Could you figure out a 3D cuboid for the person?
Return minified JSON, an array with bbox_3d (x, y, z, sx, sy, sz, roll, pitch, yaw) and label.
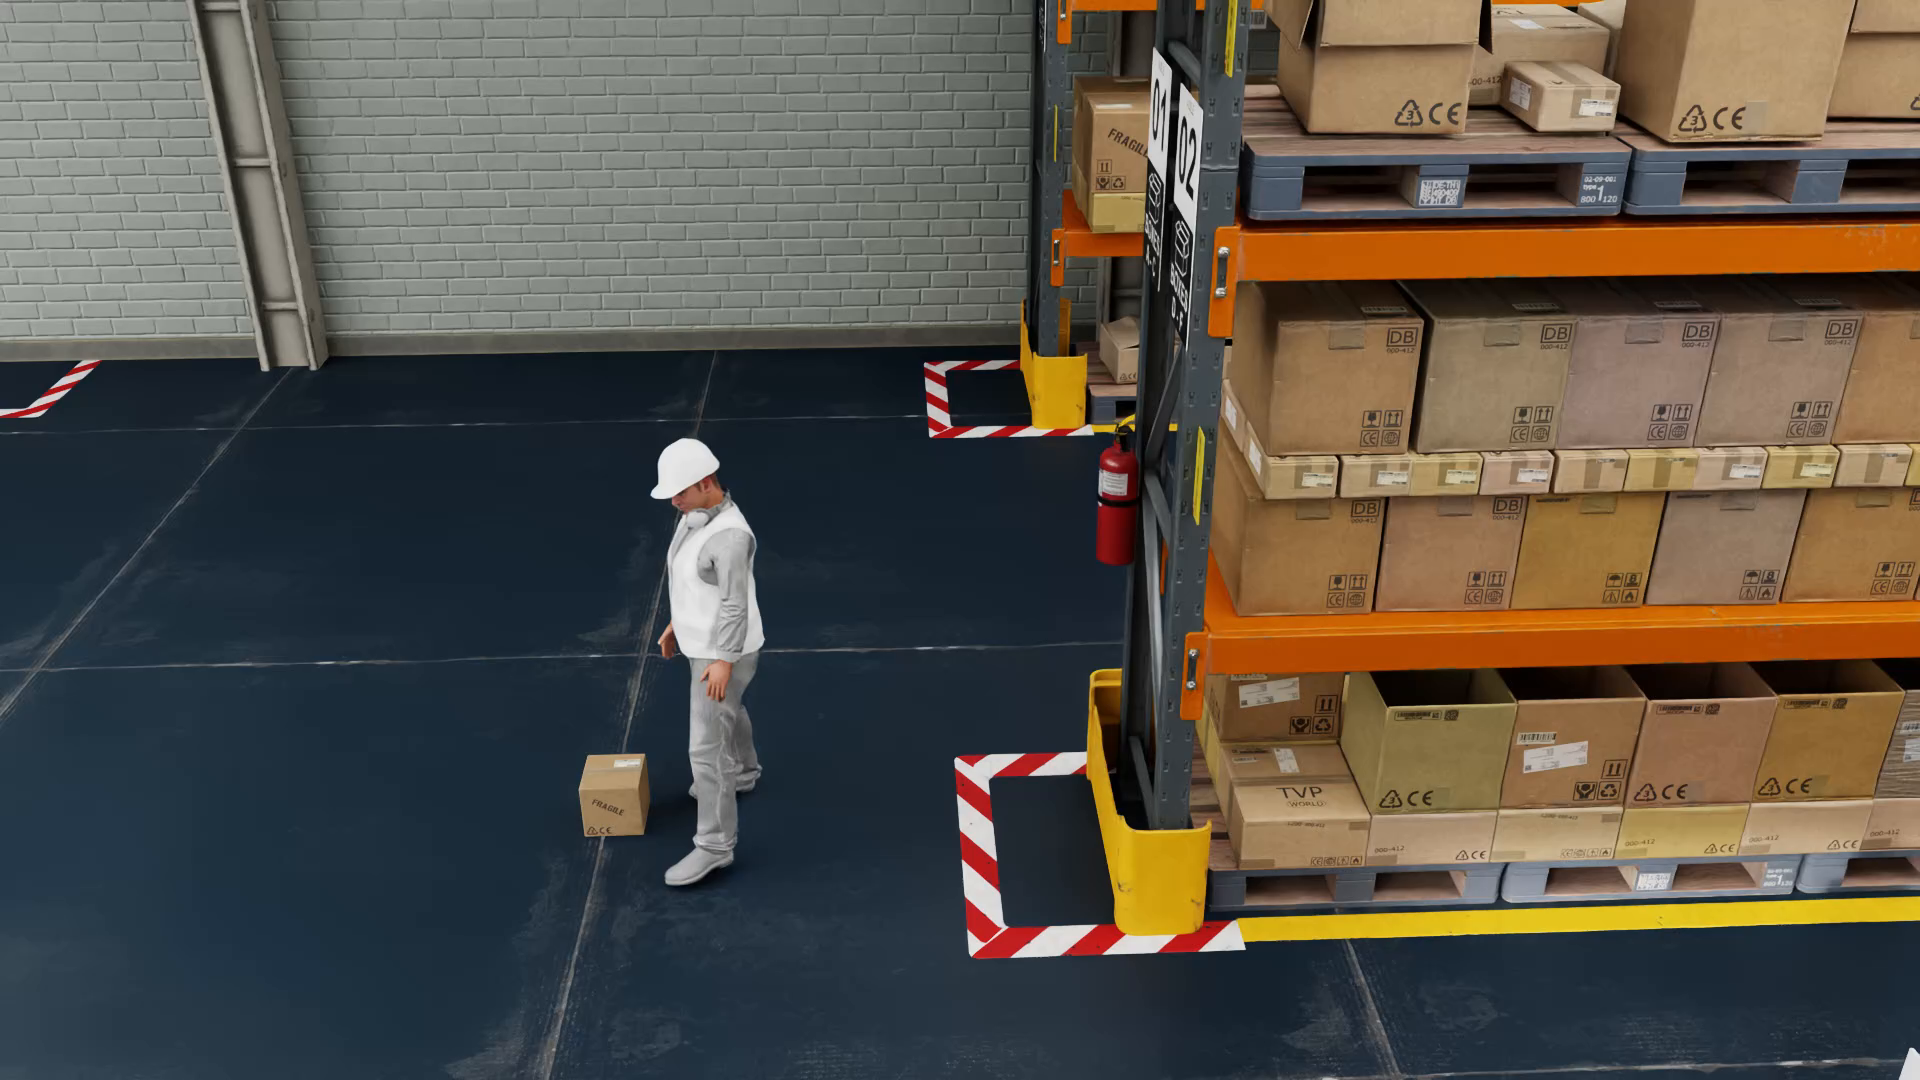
[{"bbox_3d":[-1.045,0.452,6.694,0.533,1.758,0.713,-9,29,-17],"label":"person"}]
